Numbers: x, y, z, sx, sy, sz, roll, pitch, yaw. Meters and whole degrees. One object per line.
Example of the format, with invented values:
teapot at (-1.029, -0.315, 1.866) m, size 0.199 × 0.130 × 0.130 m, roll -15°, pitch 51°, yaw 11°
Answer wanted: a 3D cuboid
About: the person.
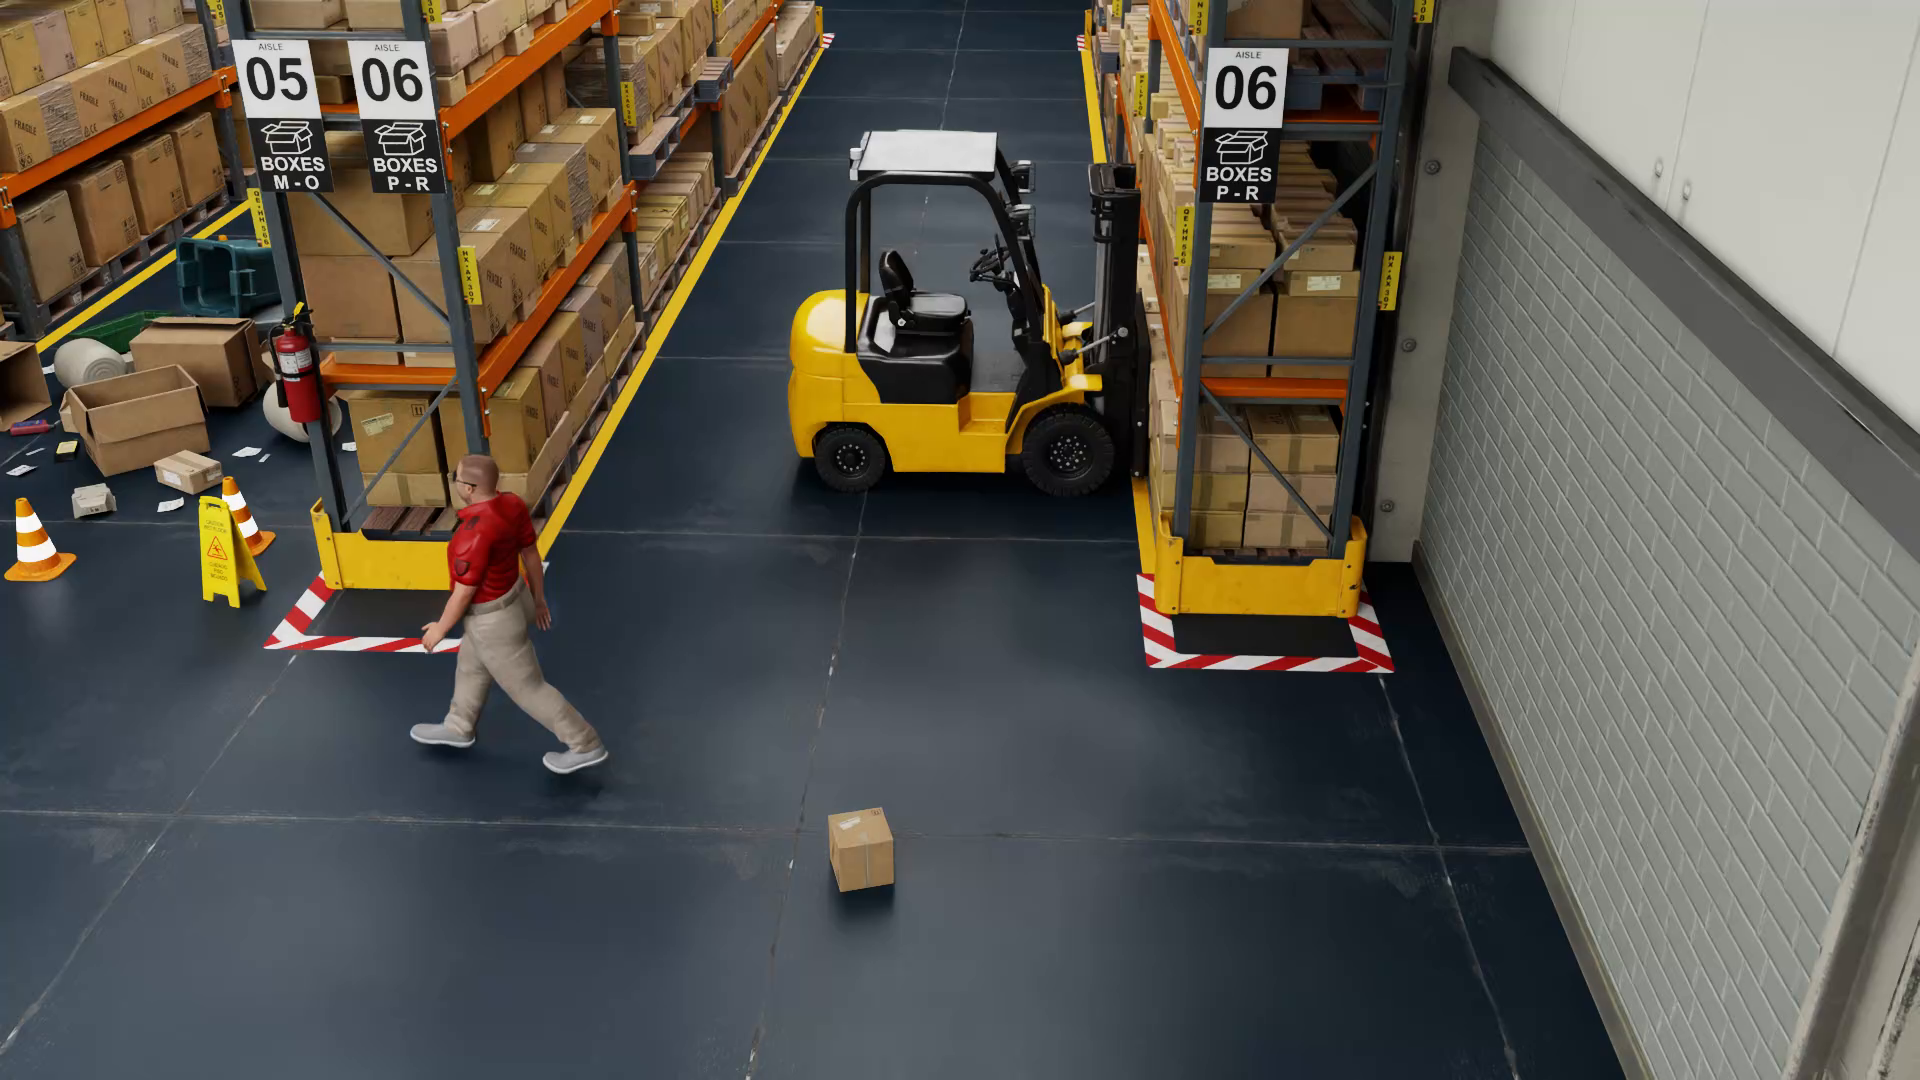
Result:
person at (-2.264, 0.355, 7.959) m, size 1.074 × 1.666 × 0.545 m, roll 2°, pitch 28°, yaw 4°
